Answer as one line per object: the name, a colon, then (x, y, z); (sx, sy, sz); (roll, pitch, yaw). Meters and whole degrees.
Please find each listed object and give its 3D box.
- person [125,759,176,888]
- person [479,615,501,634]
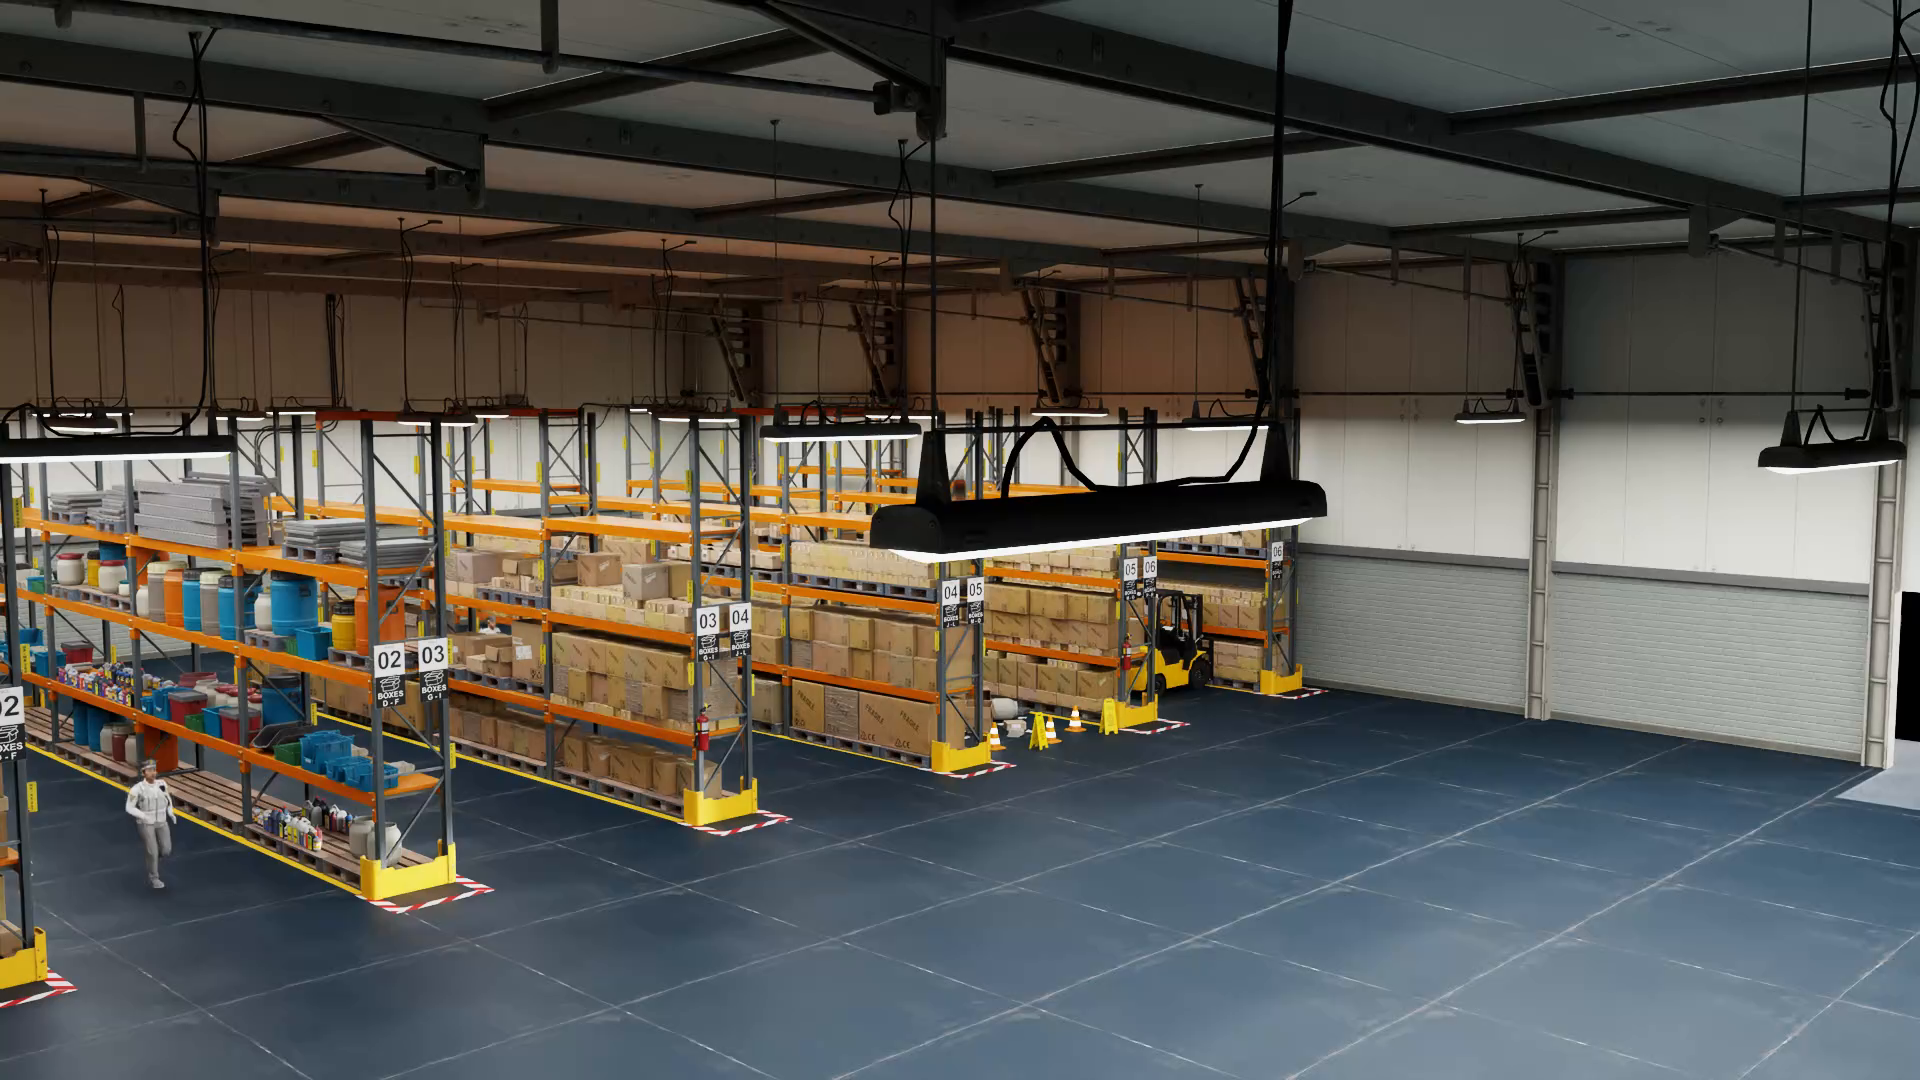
person: (-10.361, 3.627, 21.337); (0.514, 1.659, 0.616); (4, 6, 38)
person: (-9.952, 2.402, 35.148); (0.764, 1.664, 0.602); (4, 7, 41)
